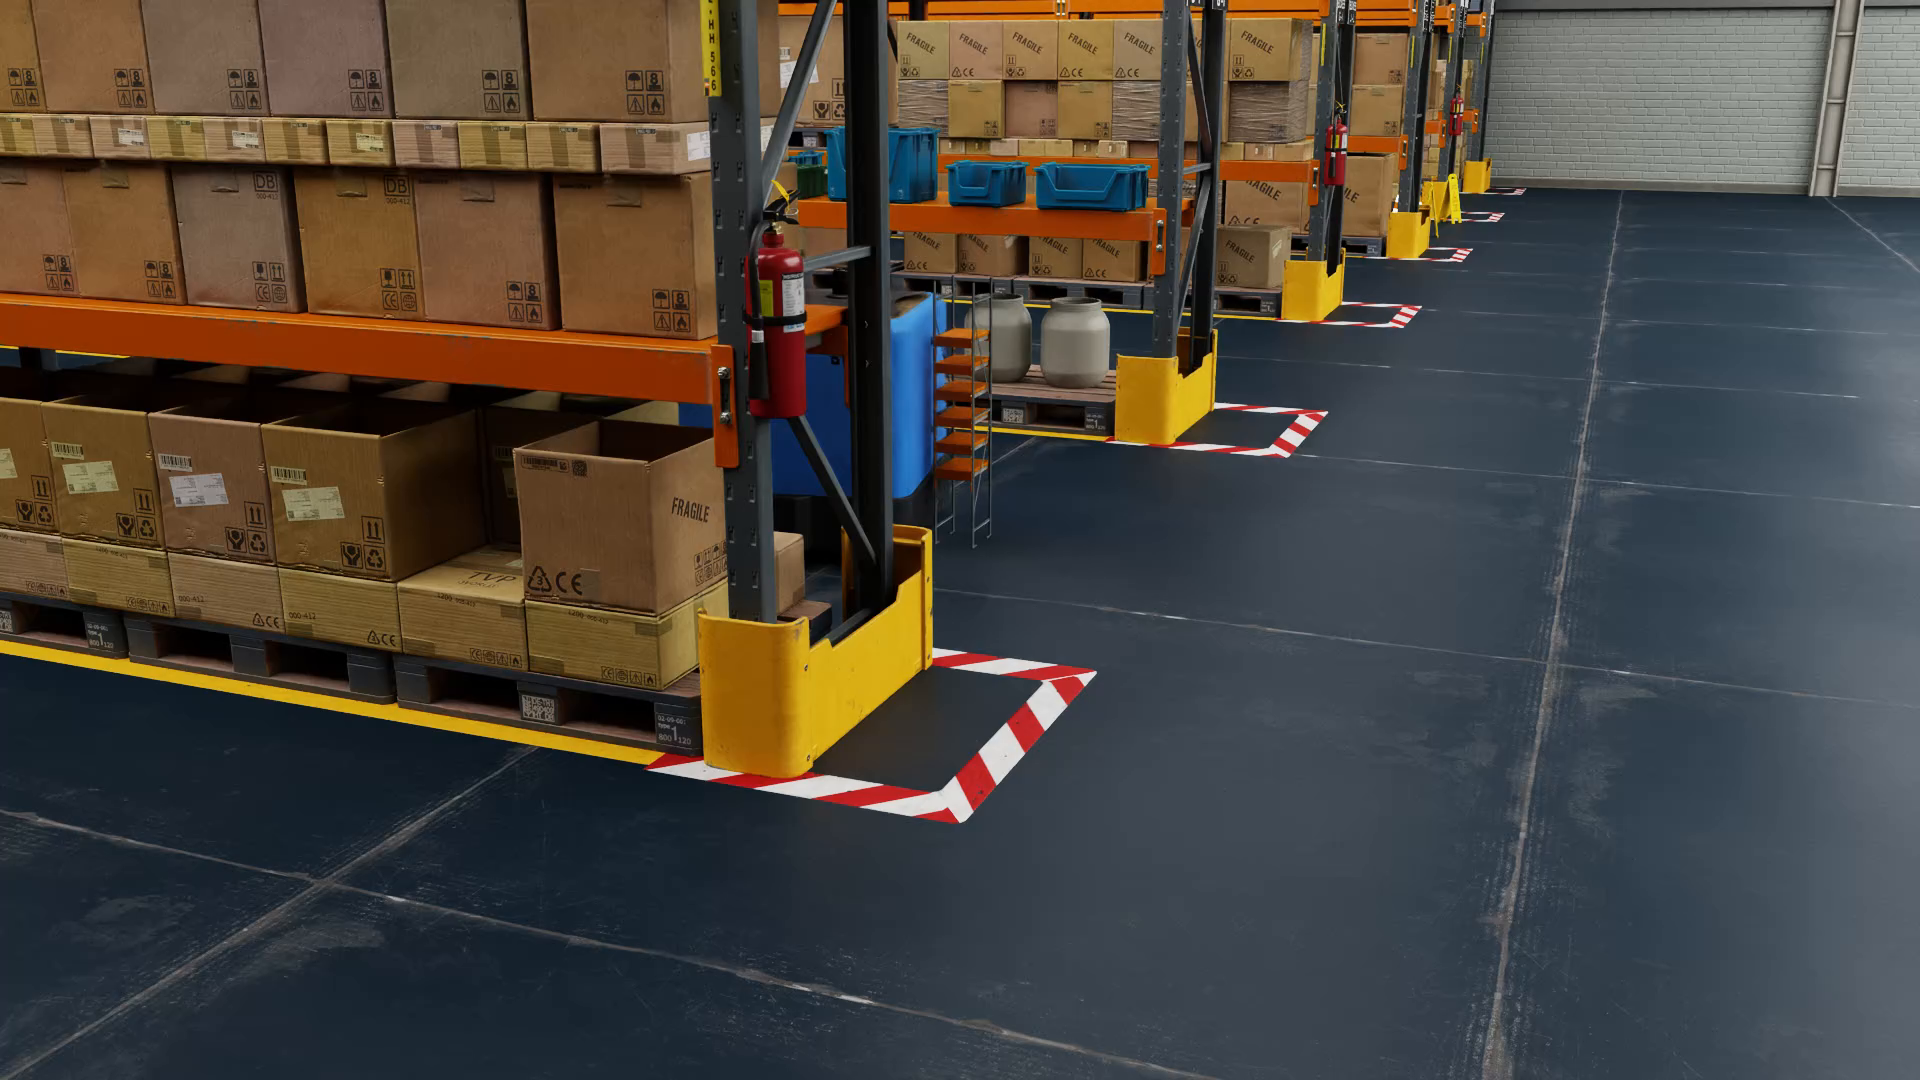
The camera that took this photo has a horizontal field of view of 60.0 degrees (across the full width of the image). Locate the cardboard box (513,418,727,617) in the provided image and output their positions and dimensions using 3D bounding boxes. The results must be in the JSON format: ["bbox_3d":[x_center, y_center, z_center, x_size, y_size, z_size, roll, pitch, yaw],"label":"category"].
[{"bbox_3d":[-1.086,-0.088,5.429,0.500,0.500,0.500,6,17,21],"label":"cardboard box"}]

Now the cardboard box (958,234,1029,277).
[{"bbox_3d":[0.332,-2.740,15.462,0.500,0.500,0.500,13,21,38],"label":"cardboard box"}]

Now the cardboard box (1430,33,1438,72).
[{"bbox_3d":[6.241,-6.674,22.778,0.500,0.500,0.700,6,17,19],"label":"cardboard box"}]

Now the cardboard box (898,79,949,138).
[{"bbox_3d":[-0.165,-3.976,15.275,0.500,0.500,0.875,6,17,21],"label":"cardboard box"}]

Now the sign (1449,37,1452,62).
[{"bbox_3d":[6.574,-6.574,22.294,0.005,0.325,0.100,6,17,21],"label":"sign"}]

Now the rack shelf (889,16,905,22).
[{"bbox_3d":[-2.506,-8.126,26.194,4.000,0.370,1.077,6,17,21],"label":"rack shelf"}]

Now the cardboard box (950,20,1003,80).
[{"bbox_3d":[0.230,-4.355,14.789,0.500,0.500,0.500,6,17,21],"label":"cardboard box"}]

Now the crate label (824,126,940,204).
[{"bbox_3d":[-0.469,-2.288,10.112,0.616,0.435,0.502,6,17,21],"label":"crate label"}]

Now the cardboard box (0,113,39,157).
[{"bbox_3d":[-3.302,-1.482,6.054,0.250,0.149,0.380,6,17,20],"label":"cardboard box"}]

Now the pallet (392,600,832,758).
[{"bbox_3d":[-1.205,0.403,5.907,1.213,0.211,1.003,6,17,21],"label":"pallet"}]

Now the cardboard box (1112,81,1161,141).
[{"bbox_3d":[1.700,-3.774,14.581,0.500,0.500,0.875,6,17,21],"label":"cardboard box"}]

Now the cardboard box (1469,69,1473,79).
[{"bbox_3d":[8.394,-7.757,27.671,0.250,0.149,0.380,6,17,19],"label":"cardboard box"}]

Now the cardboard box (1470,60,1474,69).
[{"bbox_3d":[8.380,-7.888,27.587,0.250,0.149,0.380,6,17,20],"label":"cardboard box"}]

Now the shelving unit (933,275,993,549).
[{"bbox_3d":[0.013,-0.575,7.501,0.189,1.200,0.258,6,17,21],"label":"shelving unit"}]

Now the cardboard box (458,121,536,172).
[{"bbox_3d":[-1.385,-1.270,5.327,0.250,0.149,0.380,6,17,20],"label":"cardboard box"}]

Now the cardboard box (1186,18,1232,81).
[{"bbox_3d":[2.091,-4.150,14.084,0.500,0.500,0.500,6,17,21],"label":"cardboard box"}]

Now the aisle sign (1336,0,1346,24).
[{"bbox_3d":[3.108,-4.602,13.482,0.004,0.787,0.394,6,17,21],"label":"aisle sign"}]

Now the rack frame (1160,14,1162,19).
[{"bbox_3d":[3.075,-6.417,24.397,0.127,3.000,1.000,6,17,21],"label":"rack frame"}]

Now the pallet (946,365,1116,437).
[{"bbox_3d":[0.501,-0.894,10.374,1.213,0.211,1.003,6,17,21],"label":"pallet"}]

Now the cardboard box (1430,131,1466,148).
[{"bbox_3d":[8.071,-6.623,27.493,0.500,0.250,0.500,7,18,22],"label":"cardboard box"}]

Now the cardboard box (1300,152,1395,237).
[{"bbox_3d":[4.419,-3.947,18.948,0.875,0.875,0.875,6,17,21],"label":"cardboard box"}]

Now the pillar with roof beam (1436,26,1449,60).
[{"bbox_3d":[6.717,-9.365,23.792,0.400,9.000,9.100,6,17,21],"label":"pillar with roof beam"}]

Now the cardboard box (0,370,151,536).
[{"bbox_3d":[-3.415,-0.342,6.303,0.500,0.500,0.500,6,17,21],"label":"cardboard box"}]

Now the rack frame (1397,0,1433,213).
[{"bbox_3d":[5.074,-4.714,18.530,0.127,3.000,1.000,6,17,21],"label":"rack frame"}]

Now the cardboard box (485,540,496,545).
[{"bbox_3d":[-1.827,0.036,6.348,0.500,0.250,0.500,6,17,21],"label":"cardboard box"}]

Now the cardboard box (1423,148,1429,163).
[{"bbox_3d":[7.584,-6.440,27.757,0.500,0.250,0.500,6,17,20],"label":"cardboard box"}]

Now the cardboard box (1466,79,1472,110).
[{"bbox_3d":[8.255,-7.466,27.832,0.500,0.500,0.500,7,18,22],"label":"cardboard box"}]

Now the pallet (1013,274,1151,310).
[{"bbox_3d":[1.216,-2.324,15.299,1.213,0.211,1.003,6,17,21],"label":"pallet"}]

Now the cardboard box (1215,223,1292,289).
[{"bbox_3d":[2.585,-2.507,14.660,0.500,0.500,0.500,10,19,31],"label":"cardboard box"}]

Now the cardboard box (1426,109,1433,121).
[{"bbox_3d":[6.370,-5.870,22.964,0.250,0.149,0.380,7,18,22],"label":"cardboard box"}]

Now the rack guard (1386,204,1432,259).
[{"bbox_3d":[5.096,-3.511,18.870,0.348,0.500,1.175,6,17,21],"label":"rack guard"}]

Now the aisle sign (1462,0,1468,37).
[{"bbox_3d":[6.968,-7.330,22.881,0.004,0.787,0.394,6,17,21],"label":"aisle sign"}]

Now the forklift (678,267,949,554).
[{"bbox_3d":[-1.618,-1.494,7.562,3.031,2.935,1.130,3,16,10],"label":"forklift"}]

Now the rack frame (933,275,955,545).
[{"bbox_3d":[-0.072,-0.584,7.534,0.006,1.200,0.240,6,17,21],"label":"rack frame"}]

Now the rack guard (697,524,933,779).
[{"bbox_3d":[-0.456,0.334,5.626,0.348,0.500,1.175,6,17,21],"label":"rack guard"}]

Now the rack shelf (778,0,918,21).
[{"bbox_3d":[-2.421,-5.146,15.931,4.000,0.370,1.077,6,17,21],"label":"rack shelf"}]

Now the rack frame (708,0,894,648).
[{"bbox_3d":[-0.478,-0.869,5.286,0.127,3.000,1.000,6,17,21],"label":"rack frame"}]

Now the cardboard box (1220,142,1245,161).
[{"bbox_3d":[2.335,-3.331,14.216,0.250,0.149,0.380,6,17,21],"label":"cardboard box"}]

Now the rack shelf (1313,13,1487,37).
[{"bbox_3d":[6.754,-8.595,27.810,4.000,0.370,1.077,6,17,21],"label":"rack shelf"}]

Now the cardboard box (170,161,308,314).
[{"bbox_3d":[-2.349,-1.126,5.991,0.500,0.500,0.700,7,18,22],"label":"cardboard box"}]

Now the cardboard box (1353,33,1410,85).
[{"bbox_3d":[4.743,-5.352,18.524,0.550,0.550,0.875,6,17,21],"label":"cardboard box"}]

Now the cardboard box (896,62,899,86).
[{"bbox_3d":[-0.529,-5.856,20.493,0.500,0.500,0.700,6,17,20],"label":"cardboard box"}]

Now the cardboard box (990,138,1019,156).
[{"bbox_3d":[0.453,-3.519,14.867,0.250,0.149,0.380,6,17,21],"label":"cardboard box"}]

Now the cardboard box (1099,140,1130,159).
[{"bbox_3d":[1.385,-3.419,14.520,0.250,0.149,0.380,6,17,21],"label":"cardboard box"}]

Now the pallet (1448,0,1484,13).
[{"bbox_3d":[7.966,-8.773,27.290,1.213,0.211,1.003,6,17,21],"label":"pallet"}]

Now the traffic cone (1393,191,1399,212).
[{"bbox_3d":[5.923,-4.499,22.341,0.334,0.463,0.336,6,17,21],"label":"traffic cone"}]

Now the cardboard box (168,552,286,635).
[{"bbox_3d":[-2.485,0.121,6.054,0.500,0.250,0.500,6,17,21],"label":"cardboard box"}]

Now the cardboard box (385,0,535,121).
[{"bbox_3d":[-1.448,-1.649,5.466,0.500,0.500,0.700,6,17,19],"label":"cardboard box"}]

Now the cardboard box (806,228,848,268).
[{"bbox_3d":[-1.124,-2.926,16.067,0.500,0.500,0.700,5,17,16],"label":"cardboard box"}]

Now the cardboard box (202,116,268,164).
[{"bbox_3d":[-2.347,-1.376,5.691,0.250,0.149,0.380,6,17,20],"label":"cardboard box"}]

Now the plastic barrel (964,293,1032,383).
[{"bbox_3d":[0.236,-1.259,10.338,0.421,0.512,0.421,0,16,0],"label":"plastic barrel"}]

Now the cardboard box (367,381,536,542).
[{"bbox_3d":[-1.831,-0.321,6.233,0.500,0.500,0.500,6,17,21],"label":"cardboard box"}]

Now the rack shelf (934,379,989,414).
[{"bbox_3d":[0.013,-0.647,7.480,0.180,0.103,0.258,6,17,21],"label":"rack shelf"}]

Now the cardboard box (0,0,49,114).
[{"bbox_3d":[-3.314,-1.854,6.173,0.500,0.500,0.700,6,17,20],"label":"cardboard box"}]
